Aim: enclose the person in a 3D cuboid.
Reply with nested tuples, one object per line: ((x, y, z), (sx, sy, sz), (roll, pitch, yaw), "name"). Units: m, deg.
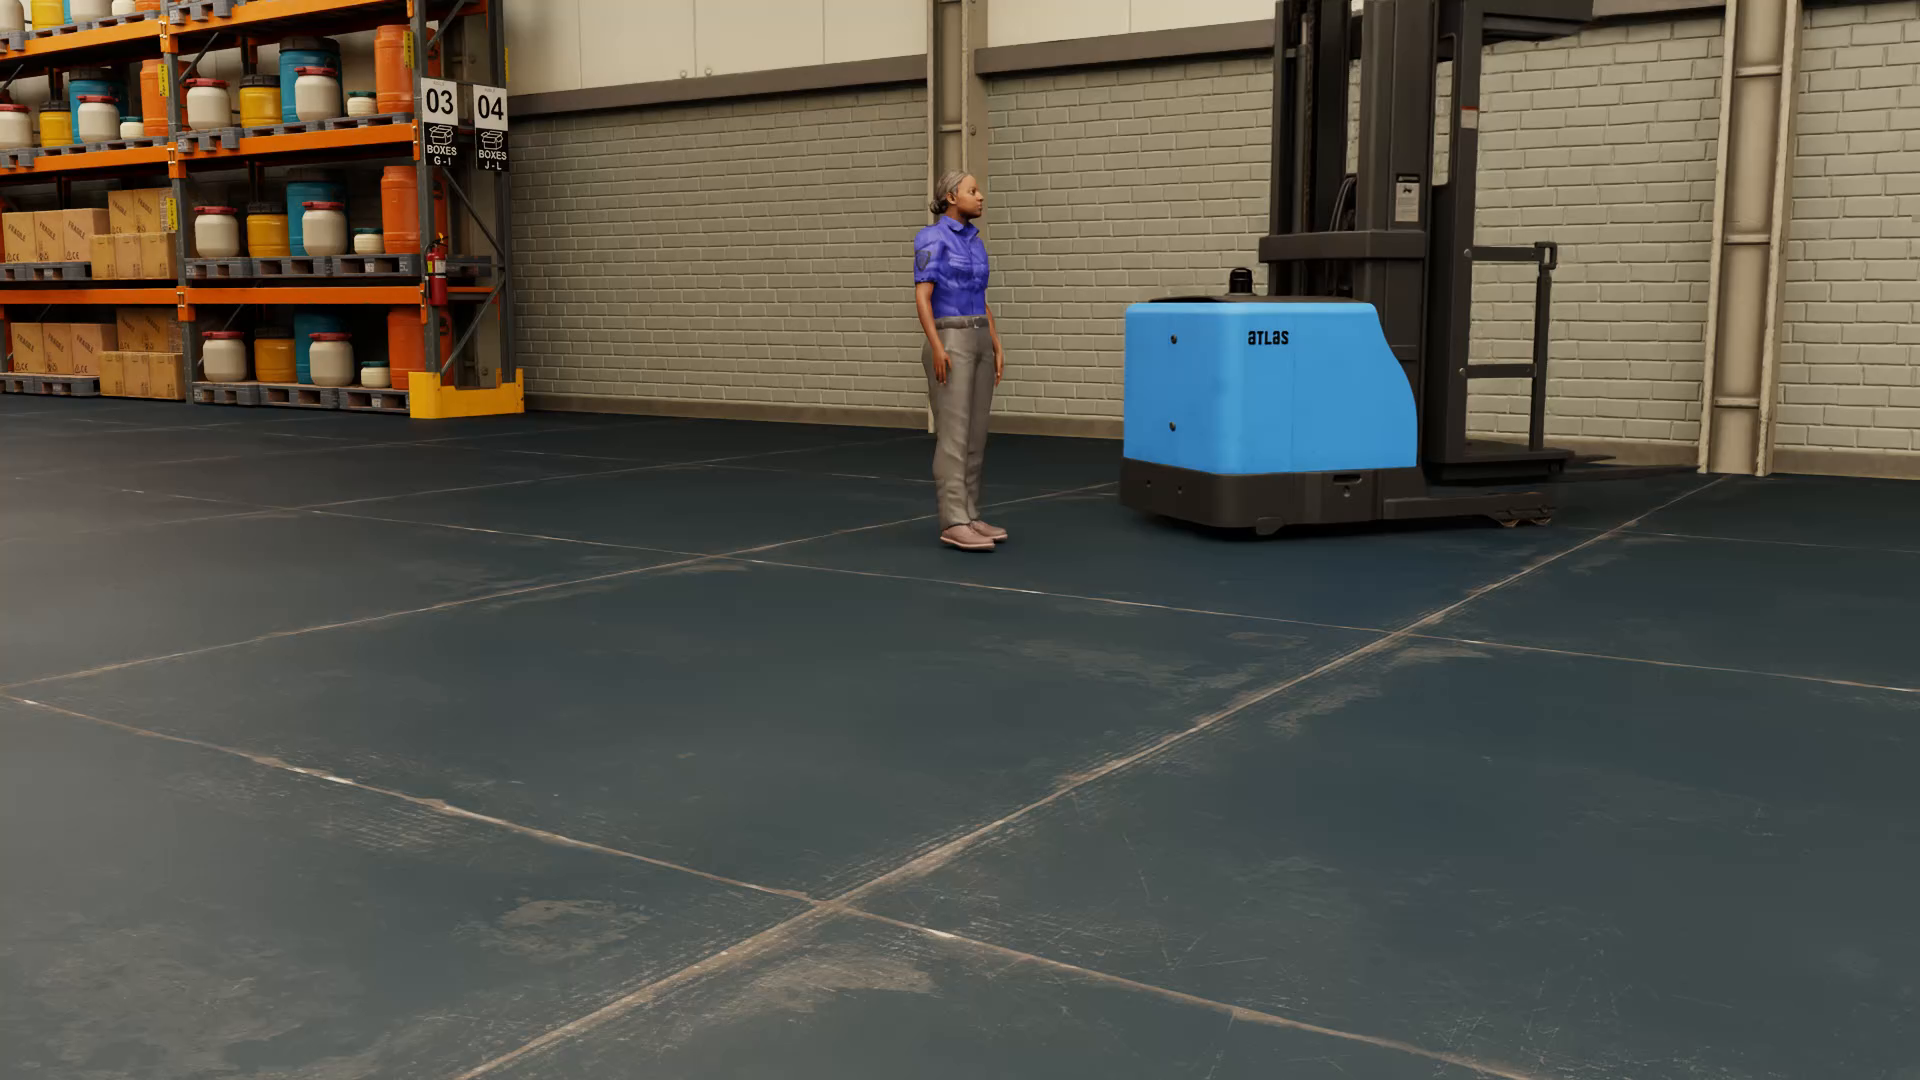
((0.062, -0.817, 7.421), (0.502, 1.657, 0.570), (5, 10, 34), "person")

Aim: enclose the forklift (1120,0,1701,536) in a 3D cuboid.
((2.369, -1.578, 8.289), (3.031, 2.935, 1.130), (-3, 9, -22), "forklift")
